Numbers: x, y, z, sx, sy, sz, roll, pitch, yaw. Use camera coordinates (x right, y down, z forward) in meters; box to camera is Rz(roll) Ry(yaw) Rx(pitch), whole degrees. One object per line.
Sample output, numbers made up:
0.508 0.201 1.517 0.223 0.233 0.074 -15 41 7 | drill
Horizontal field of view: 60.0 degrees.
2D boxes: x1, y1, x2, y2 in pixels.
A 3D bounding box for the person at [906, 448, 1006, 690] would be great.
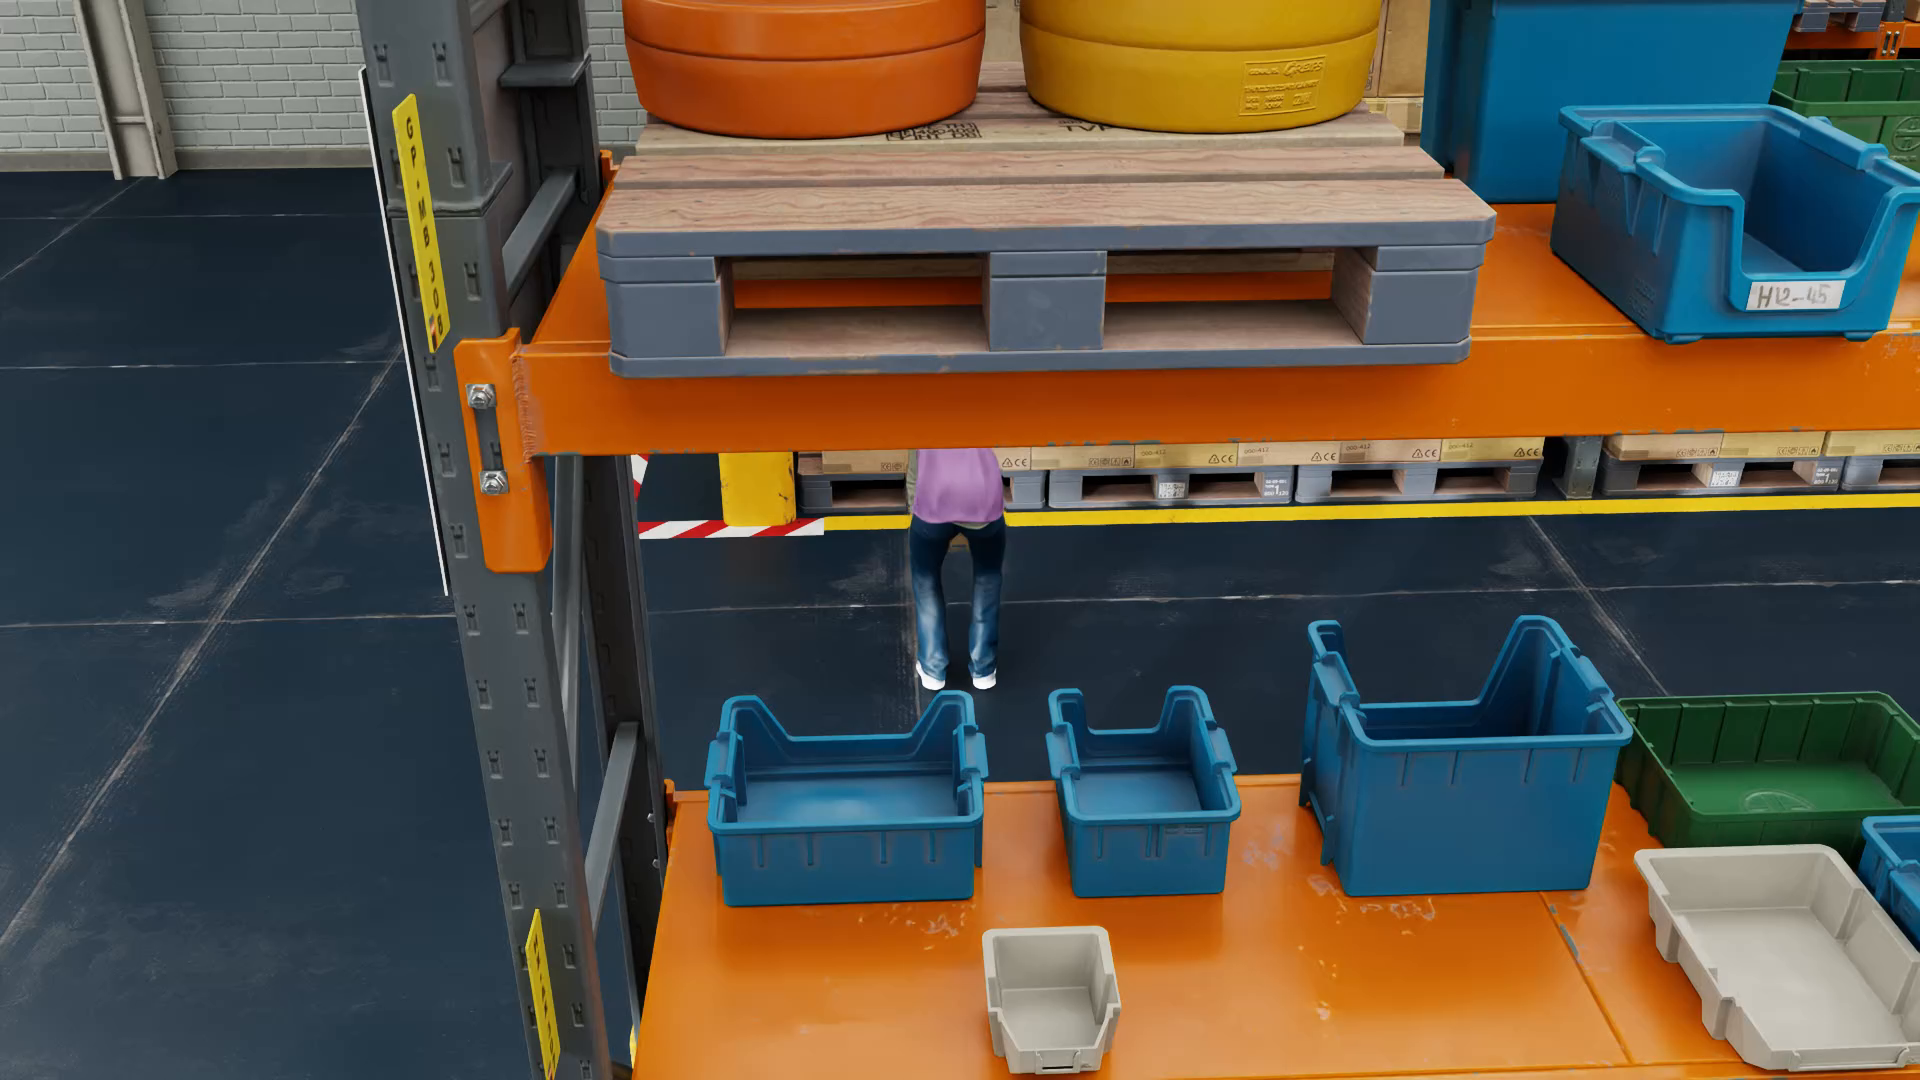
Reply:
-0.022 -0.080 6.667 0.380 1.240 0.809 -2 28 -4 | person
